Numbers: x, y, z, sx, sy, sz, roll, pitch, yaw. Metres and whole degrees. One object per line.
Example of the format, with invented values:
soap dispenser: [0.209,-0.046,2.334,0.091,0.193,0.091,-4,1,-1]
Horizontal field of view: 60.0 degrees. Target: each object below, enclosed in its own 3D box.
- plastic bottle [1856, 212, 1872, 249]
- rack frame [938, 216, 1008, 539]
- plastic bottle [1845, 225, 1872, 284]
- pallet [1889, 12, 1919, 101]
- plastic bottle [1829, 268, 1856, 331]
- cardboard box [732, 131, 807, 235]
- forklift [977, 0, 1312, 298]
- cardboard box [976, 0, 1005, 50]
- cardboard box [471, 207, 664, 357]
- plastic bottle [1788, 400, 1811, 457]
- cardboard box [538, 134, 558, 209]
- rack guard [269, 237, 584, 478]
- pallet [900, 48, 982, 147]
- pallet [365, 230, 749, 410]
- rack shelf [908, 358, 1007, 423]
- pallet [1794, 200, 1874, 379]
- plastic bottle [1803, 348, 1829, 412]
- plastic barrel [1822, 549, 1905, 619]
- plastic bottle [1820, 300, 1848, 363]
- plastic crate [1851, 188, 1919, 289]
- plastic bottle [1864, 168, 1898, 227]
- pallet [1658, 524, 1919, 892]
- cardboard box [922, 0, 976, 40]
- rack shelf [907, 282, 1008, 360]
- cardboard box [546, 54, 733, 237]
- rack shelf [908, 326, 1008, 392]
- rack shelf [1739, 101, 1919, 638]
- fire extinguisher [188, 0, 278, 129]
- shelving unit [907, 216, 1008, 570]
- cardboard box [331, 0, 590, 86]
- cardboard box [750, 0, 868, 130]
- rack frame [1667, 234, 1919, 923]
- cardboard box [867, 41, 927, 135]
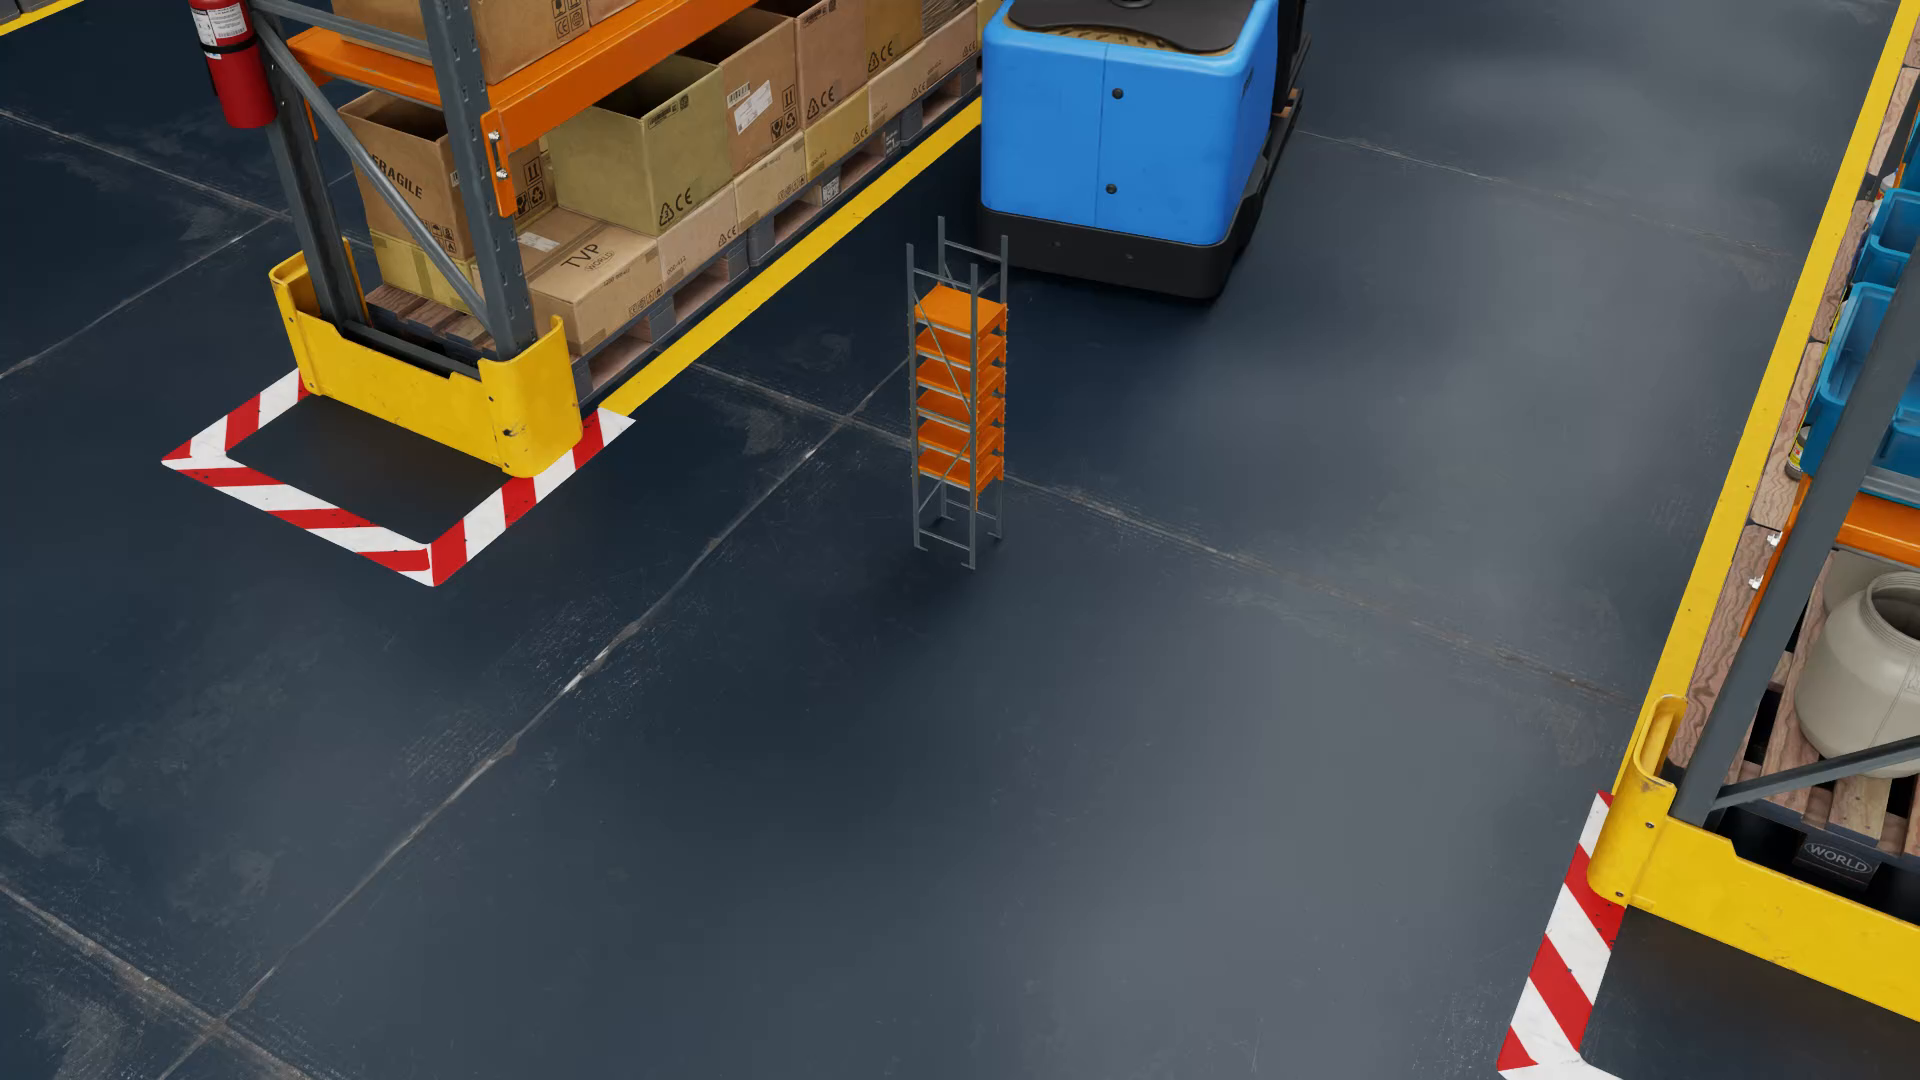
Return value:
plastic bottle: [3.690,-1.248,6.682,0.097,0.201,0.097,0,41,0]
rack frame: [0.039,-0.494,5.404,0.240,1.200,0.006,21,45,22]
plastic bottle: [3.568,-1.133,6.439,0.144,0.351,0.185,22,46,23]
pallet: [5.300,-2.404,8.320,1.003,0.211,1.213,21,45,22]
plastic bottle: [3.354,-0.919,6.247,0.061,0.283,0.133,23,46,24]
cardboard box: [-0.999,-1.571,7.027,0.500,0.250,0.500,21,45,22]
forklift: [1.021,-3.068,7.016,1.130,2.935,3.031,12,43,14]
cardboard box: [0.001,-2.716,8.327,0.500,0.250,0.500,21,45,22]
cardboard box: [-1.497,-0.998,6.376,0.500,0.250,0.500,21,45,22]
plastic bottle: [2.911,-0.413,5.672,0.061,0.283,0.133,22,46,23]
cardboard box: [-1.705,-1.459,6.900,0.500,0.250,0.500,21,45,22]
rack guard: [-1.970,-0.687,6.152,1.175,0.500,0.348,21,45,22]
pallet: [-0.390,-2.440,8.361,1.003,0.211,1.213,21,45,22]
pallet: [-1.611,-1.044,6.775,1.003,0.211,1.213,21,45,22]
rack shelf: [-0.007,-0.499,5.294,0.258,0.103,0.180,21,45,22]
pallet: [3.959,-0.870,6.578,1.003,0.211,1.213,21,45,22]
plastic bottle: [3.088,-0.552,5.835,0.152,0.276,0.135,20,45,21]
plastic barrel: [2.843,0.089,4.944,0.421,0.512,0.421,0,41,0]
plastic bottle: [3.260,-0.782,6.040,0.144,0.351,0.185,21,45,22]
plastic crate: [2.650,-0.698,4.385,0.499,0.251,0.408,21,45,22]
plastic bottle: [3.792,-1.391,6.791,0.097,0.271,0.097,0,41,0]
pallet: [2.738,0.526,4.993,1.003,0.211,1.213,21,45,22]
cardboard box: [-0.259,-2.715,7.758,0.500,0.500,0.500,21,45,22]
rack shelf: [-0.007,-0.679,5.136,0.258,0.103,0.180,21,45,22]
cardboard box: [-1.248,-1.566,6.454,0.500,0.500,0.500,21,45,22]
rack shelf: [-0.007,-0.589,5.215,0.258,0.103,0.180,21,45,22]
rack shelf: [3.330,-0.873,5.016,1.077,0.370,4.000,21,45,22]
fire extinguisher: [-2.419,-1.696,5.464,0.296,0.674,0.183,21,45,22]
shelving unit: [-0.007,-0.442,5.344,0.258,1.200,0.189,21,45,22]
cardboard box: [-1.713,-1.939,5.607,0.700,0.500,0.500,21,45,22]
cardboard box: [-0.744,-2.136,7.102,0.500,0.500,0.500,21,45,22]
rack frame: [2.329,0.002,3.478,1.000,3.000,0.127,21,45,22]
cardboard box: [-0.495,-2.142,7.675,0.500,0.250,0.500,21,45,22]
